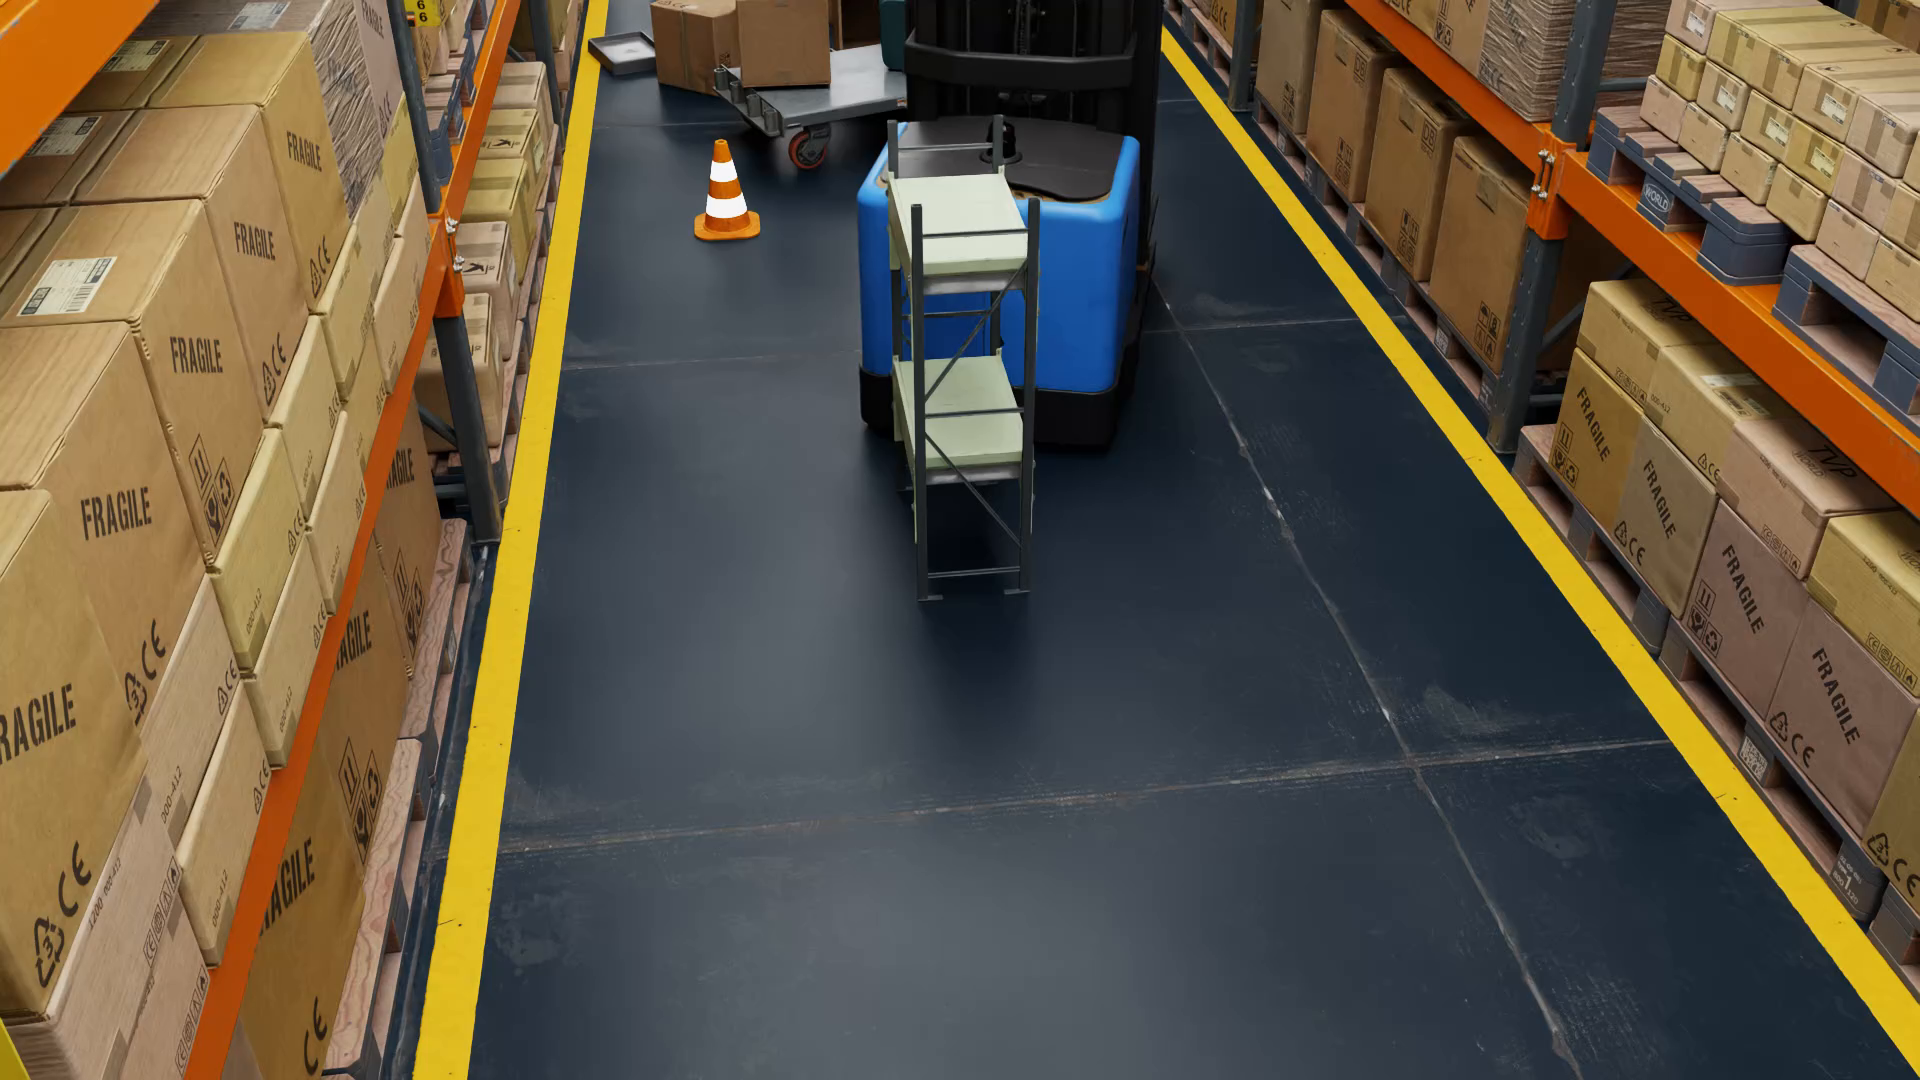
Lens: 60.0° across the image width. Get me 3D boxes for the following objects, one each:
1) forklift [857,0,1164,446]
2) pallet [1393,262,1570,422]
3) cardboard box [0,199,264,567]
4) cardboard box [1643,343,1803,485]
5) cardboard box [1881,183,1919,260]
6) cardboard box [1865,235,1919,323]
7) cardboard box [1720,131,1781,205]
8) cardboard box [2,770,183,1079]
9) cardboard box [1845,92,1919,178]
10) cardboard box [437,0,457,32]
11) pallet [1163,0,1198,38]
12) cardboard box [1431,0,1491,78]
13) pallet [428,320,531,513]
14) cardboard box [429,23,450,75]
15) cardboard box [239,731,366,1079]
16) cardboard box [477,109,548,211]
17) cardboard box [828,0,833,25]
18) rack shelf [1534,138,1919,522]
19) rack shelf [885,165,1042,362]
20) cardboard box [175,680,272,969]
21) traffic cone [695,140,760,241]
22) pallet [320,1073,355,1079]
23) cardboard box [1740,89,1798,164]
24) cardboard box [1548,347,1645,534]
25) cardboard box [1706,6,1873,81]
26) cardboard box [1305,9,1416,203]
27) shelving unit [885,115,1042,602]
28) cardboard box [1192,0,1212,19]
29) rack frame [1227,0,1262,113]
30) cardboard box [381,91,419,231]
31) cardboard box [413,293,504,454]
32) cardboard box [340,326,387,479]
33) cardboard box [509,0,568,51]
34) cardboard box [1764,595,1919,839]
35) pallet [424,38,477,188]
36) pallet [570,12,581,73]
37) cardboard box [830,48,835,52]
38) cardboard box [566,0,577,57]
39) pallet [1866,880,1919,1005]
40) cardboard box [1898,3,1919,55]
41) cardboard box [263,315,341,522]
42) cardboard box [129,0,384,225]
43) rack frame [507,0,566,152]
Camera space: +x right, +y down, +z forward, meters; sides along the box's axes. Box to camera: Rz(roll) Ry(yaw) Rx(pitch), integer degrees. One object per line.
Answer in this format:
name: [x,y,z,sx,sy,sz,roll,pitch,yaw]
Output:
forklift: [0.353,-2.409,7.182,1.130,2.935,3.031,6,35,8]
pallet: [2.636,-0.945,7.449,1.003,0.211,1.213,-4,35,-6]
cardboard box: [-1.621,-0.272,3.009,0.500,0.500,0.500,-5,35,-8]
cardboard box: [2.588,-0.416,5.378,0.500,0.250,0.500,-5,35,-7]
cardboard box: [2.708,-0.841,4.406,0.380,0.149,0.250,-5,35,-7]
cardboard box: [2.708,-0.717,4.488,0.380,0.149,0.250,-4,34,-6]
cardboard box: [2.600,-1.156,5.133,0.380,0.149,0.250,-3,34,-4]
cardboard box: [-1.466,0.600,2.395,0.500,0.250,0.500,-5,35,-8]
cardboard box: [2.678,-1.109,4.535,0.380,0.149,0.250,-3,34,-4]
cardboard box: [-2.132,-2.117,5.967,0.500,0.500,0.500,-3,34,-4]
pallet: [1.937,-3.844,11.703,1.003,0.211,1.213,-4,35,-6]
cardboard box: [2.275,-2.202,6.729,0.500,0.500,0.500,-4,35,-6]
pallet: [-2.328,-0.504,6.802,1.003,0.211,1.213,-4,35,-6]
cardboard box: [-2.079,-1.802,6.081,0.380,0.149,0.250,-7,35,-9]
cardboard box: [-1.978,0.873,3.819,0.875,0.875,0.875,-3,34,-5]
cardboard box: [-2.589,-1.847,8.257,0.950,0.372,0.625,-2,34,-3]
cardboard box: [-0.555,-3.864,11.474,0.637,0.503,0.797,27,43,34]
rack shelf: [2.936,-0.238,4.575,1.077,0.370,4.000,-4,35,-6]
rack shelf: [-0.001,-0.946,5.613,0.431,0.370,0.720,-4,35,-6]
cardboard box: [-1.555,0.520,2.957,0.500,0.250,0.500,-5,35,-8]
traffic cone: [-1.208,-1.818,8.507,0.336,0.463,0.334,-4,35,-6]
pallet: [-1.865,1.739,3.510,1.003,0.211,1.213,-4,35,-6]
cardboard box: [2.611,-1.259,5.020,0.380,0.149,0.250,-5,35,-8]
cardboard box: [2.510,-0.378,5.988,0.500,0.500,0.500,-6,35,-8]
cardboard box: [2.576,-1.545,5.175,0.380,0.149,0.250,-5,35,-8]
cardboard box: [2.428,-2.249,8.512,1.050,0.750,0.750,-4,35,-6]
shelving unit: [-0.001,-0.623,5.833,0.431,1.500,0.755,-4,35,-6]
cardboard box: [1.989,-4.038,11.026,0.875,0.875,0.875,-4,34,-6]
rack frame: [2.129,-3.884,9.285,1.000,3.000,0.127,-4,35,-6]
cardboard box: [-1.907,-1.114,4.910,0.500,0.250,0.500,-4,35,-7]
cardboard box: [-2.290,-0.624,6.462,0.950,0.372,0.625,-7,35,-10]
cardboard box: [-1.763,-0.330,4.203,0.500,0.250,0.500,-5,35,-7]
cardboard box: [-2.574,-3.149,9.610,0.500,0.500,0.500,-3,34,-4]
cardboard box: [2.723,0.473,4.739,0.500,0.500,0.500,-5,35,-7]
pallet: [-2.426,-1.531,6.003,1.213,0.211,1.003,-4,35,-6]
pallet: [-3.055,-3.354,10.985,1.003,0.211,1.213,-4,35,-6]
cardboard box: [-0.745,-2.940,10.328,0.396,0.266,0.258,27,43,34]
cardboard box: [-2.657,-3.136,10.257,0.500,0.250,0.500,-3,34,-4]
pallet: [3.099,1.299,4.157,1.003,0.211,1.213,-4,35,-6]
cardboard box: [3.219,-1.588,5.238,0.380,0.149,0.250,-5,35,-7]
cardboard box: [-1.675,-0.254,3.648,0.500,0.250,0.500,-5,35,-8]
cardboard box: [-1.818,-1.120,4.254,0.500,0.500,0.500,-4,34,-6]
rack frame: [-2.762,-3.452,8.652,1.000,3.000,0.127,-4,35,-6]
